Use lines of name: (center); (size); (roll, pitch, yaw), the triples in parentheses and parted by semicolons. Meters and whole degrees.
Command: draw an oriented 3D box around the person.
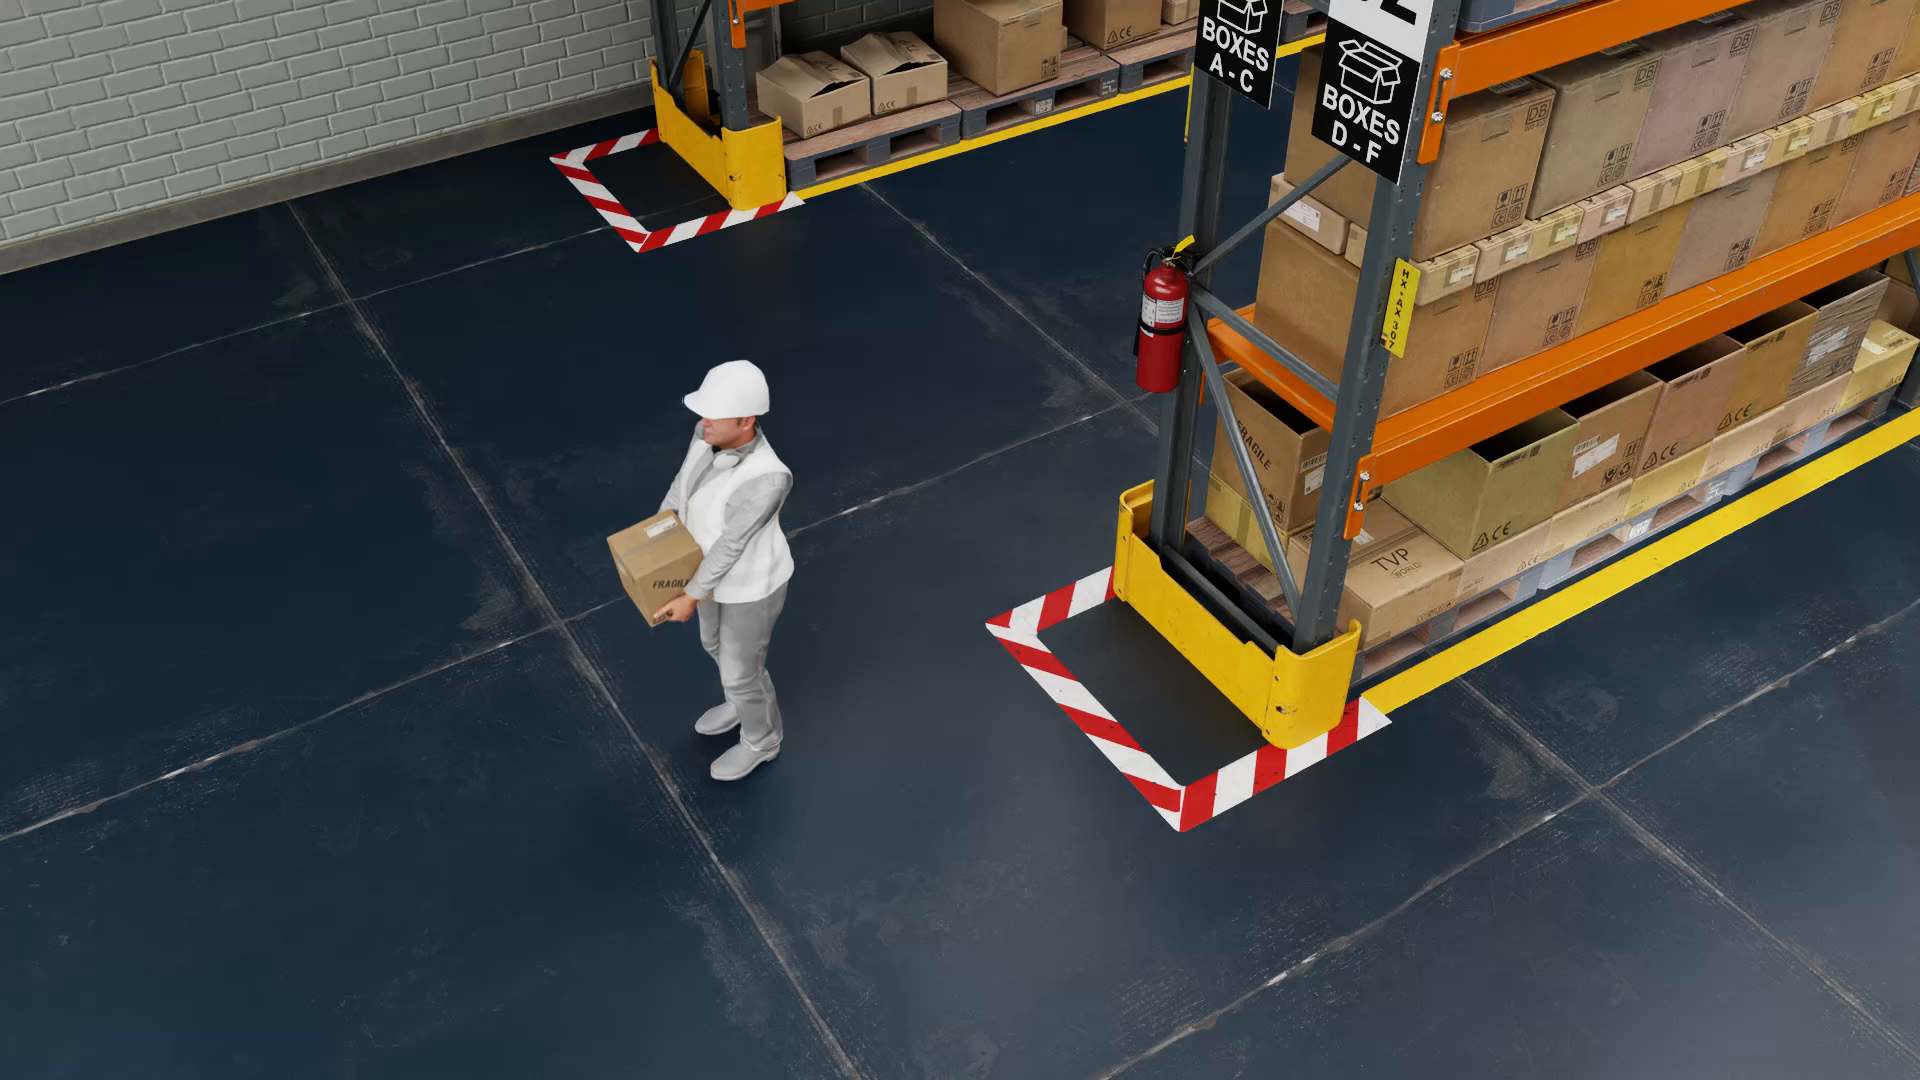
person: (-0.882, 0.148, 5.970); (0.554, 1.765, 0.494); (-22, 45, -23)
